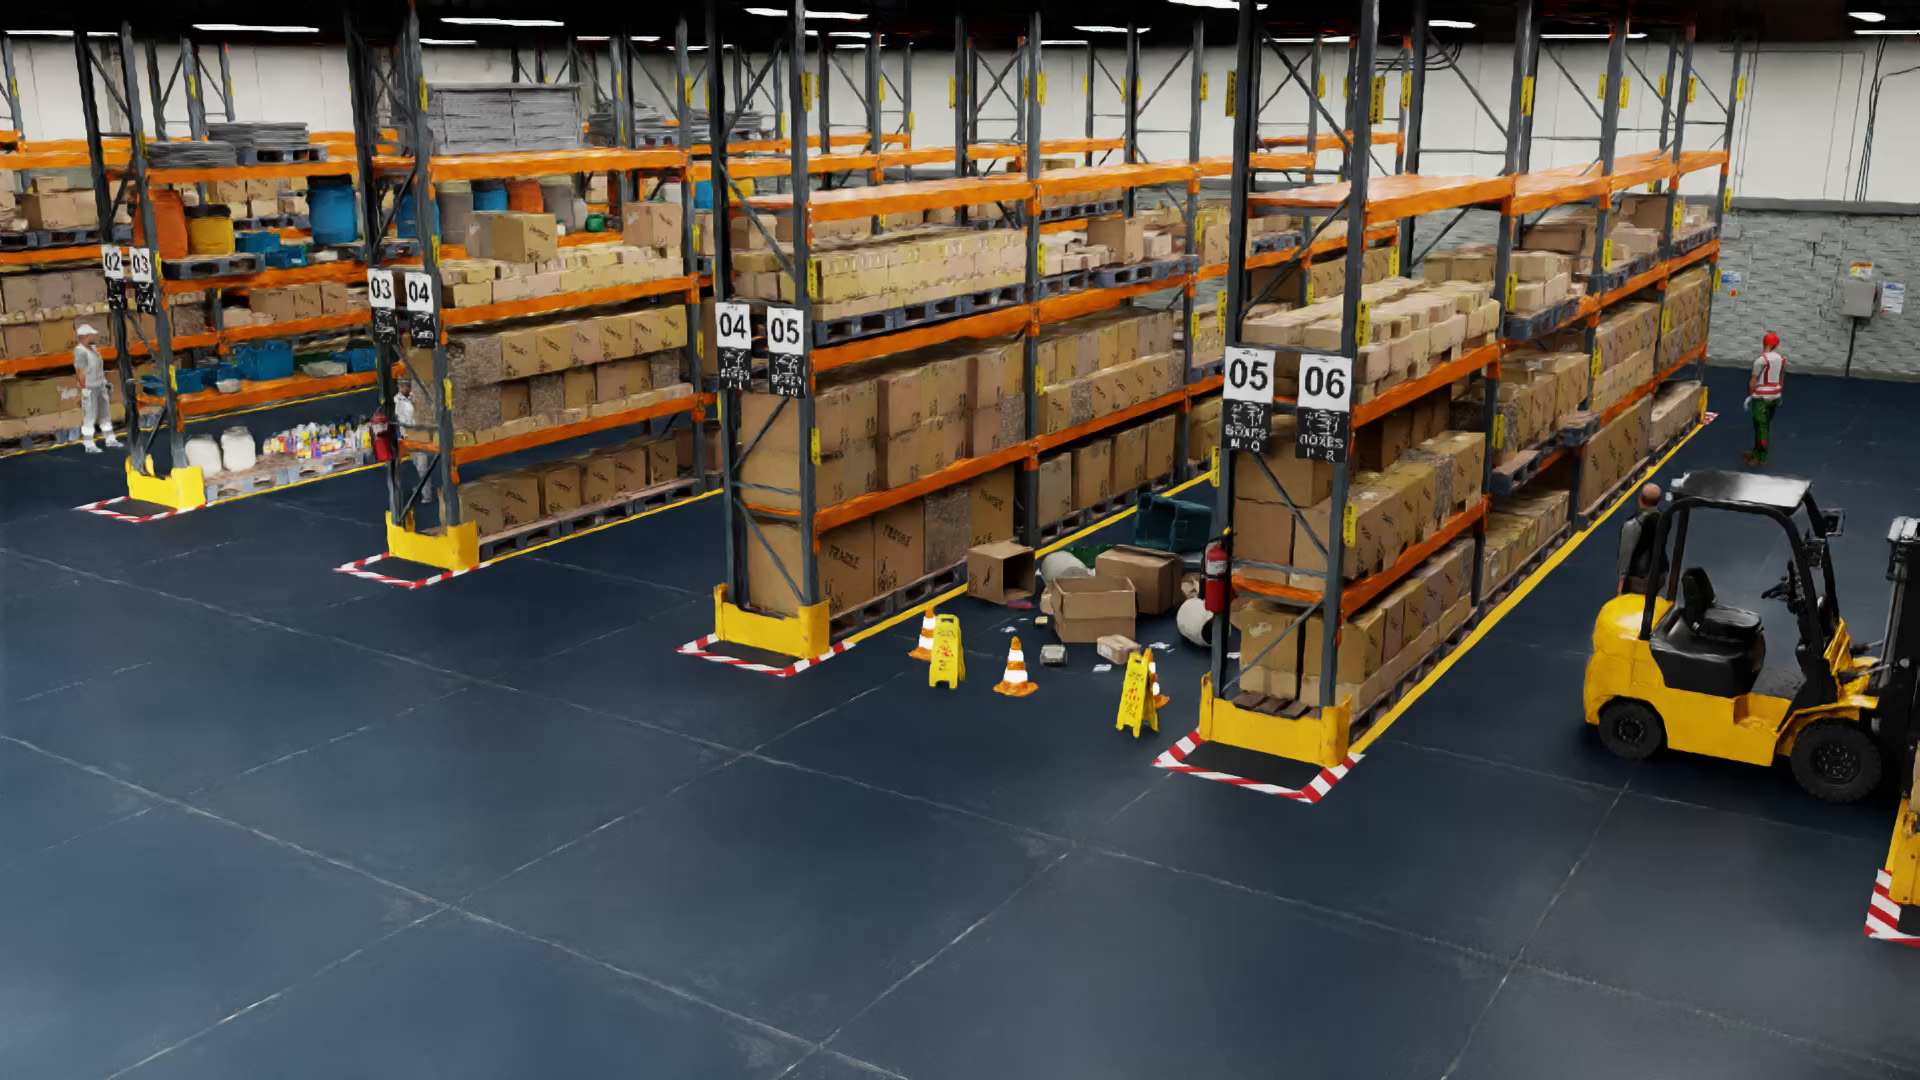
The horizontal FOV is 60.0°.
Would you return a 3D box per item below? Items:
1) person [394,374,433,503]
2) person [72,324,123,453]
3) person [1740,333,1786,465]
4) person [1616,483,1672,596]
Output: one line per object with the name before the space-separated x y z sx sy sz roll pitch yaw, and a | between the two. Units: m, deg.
person | -6.845 -1.333 20.969 0.630 1.608 0.811 4 16 15
person | -12.244 -2.159 23.583 0.442 1.792 0.598 0 16 1
person | 11.047 -1.965 22.895 0.655 1.785 0.577 -8 17 -27
person | 6.008 0.326 14.794 0.578 1.725 0.494 -8 17 -27
